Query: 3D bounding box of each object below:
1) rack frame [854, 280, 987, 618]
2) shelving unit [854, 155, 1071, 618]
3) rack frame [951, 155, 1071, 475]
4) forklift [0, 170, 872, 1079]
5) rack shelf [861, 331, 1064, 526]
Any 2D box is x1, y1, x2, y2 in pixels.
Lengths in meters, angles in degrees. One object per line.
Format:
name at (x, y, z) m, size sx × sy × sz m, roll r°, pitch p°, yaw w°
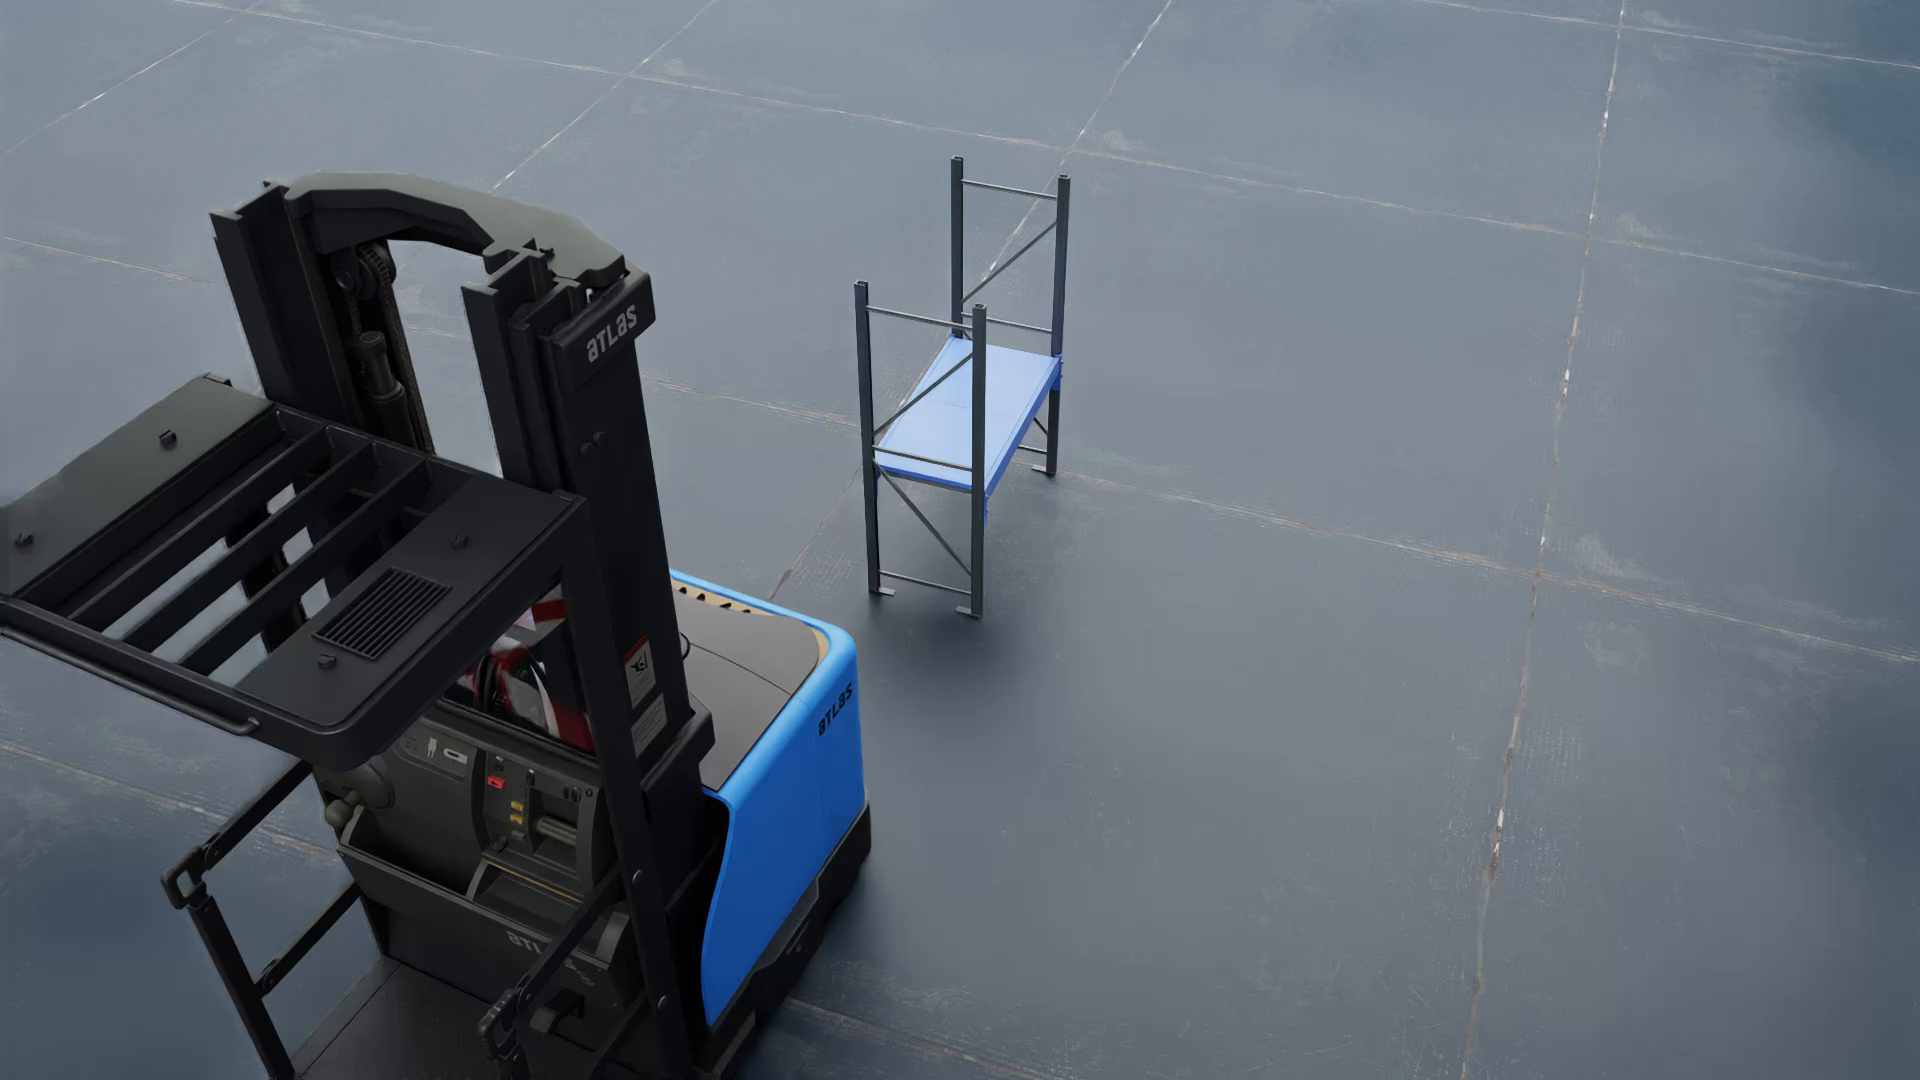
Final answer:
rack frame at (-0.145, -0.313, 6.461) m, size 0.500 × 1.500 × 0.032 m, roll 13°, pitch 42°, yaw 15°
shelving unit at (0.029, -0.623, 6.824) m, size 0.538 × 1.500 × 1.048 m, roll 13°, pitch 42°, yaw 15°
rack frame at (0.203, -0.933, 7.188) m, size 0.500 × 1.500 × 0.032 m, roll 13°, pitch 42°, yaw 15°
forklift at (-1.411, 0.717, 4.152) m, size 1.130 × 2.935 × 3.031 m, roll 18°, pitch 43°, yaw 19°
rack shelf at (0.029, -0.486, 6.941) m, size 0.538 × 0.185 × 1.000 m, roll 13°, pitch 42°, yaw 15°
